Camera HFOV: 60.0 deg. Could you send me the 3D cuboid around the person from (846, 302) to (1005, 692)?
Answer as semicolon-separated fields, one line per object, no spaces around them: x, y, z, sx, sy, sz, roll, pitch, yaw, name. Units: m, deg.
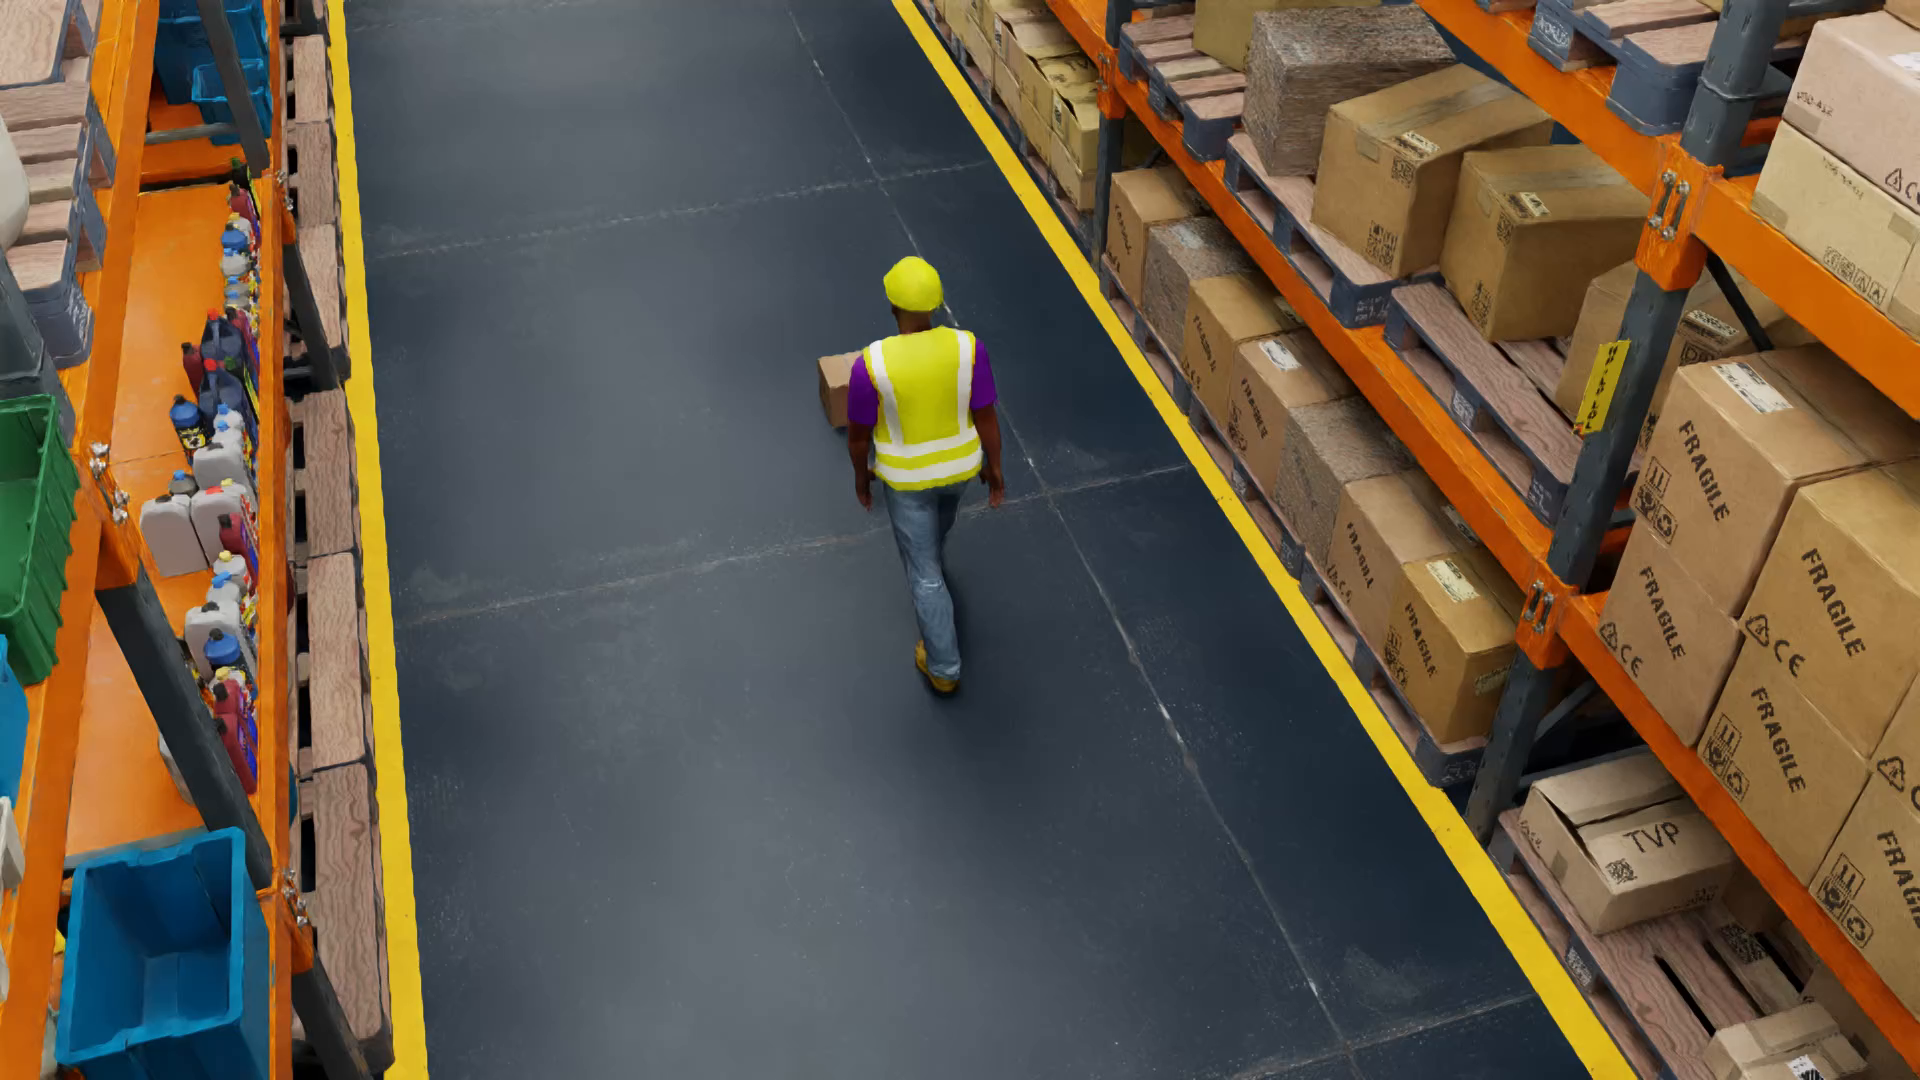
-0.164;-0.336;6.562;0.580;1.652;1.124;-13;44;-14;person
